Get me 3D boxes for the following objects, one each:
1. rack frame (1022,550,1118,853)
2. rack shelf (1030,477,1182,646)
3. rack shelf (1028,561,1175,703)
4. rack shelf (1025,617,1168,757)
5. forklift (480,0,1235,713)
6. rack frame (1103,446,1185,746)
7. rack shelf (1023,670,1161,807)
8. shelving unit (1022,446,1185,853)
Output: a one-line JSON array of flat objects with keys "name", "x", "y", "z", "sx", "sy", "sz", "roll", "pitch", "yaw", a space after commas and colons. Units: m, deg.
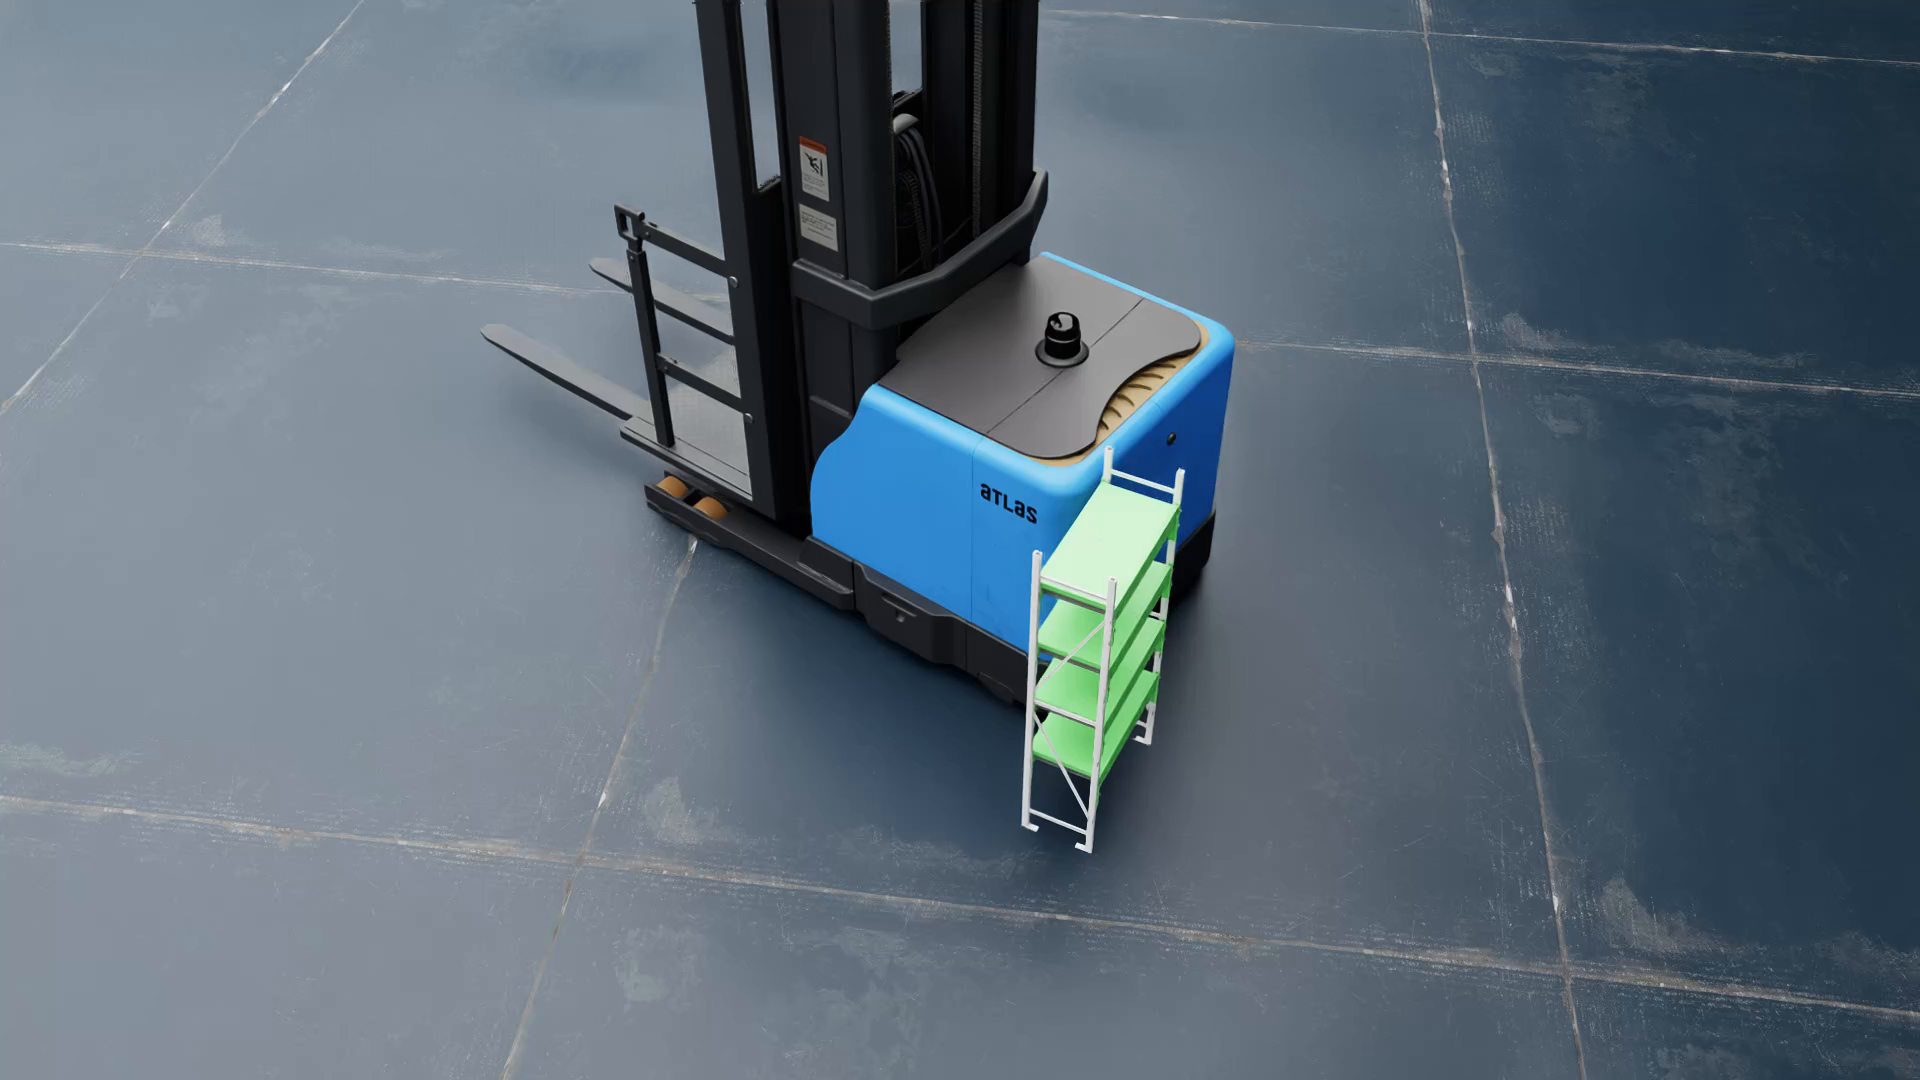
[{"name": "rack frame", "x": 0.307, "y": 0.505, "z": 4.844, "sx": 0.240, "sy": 1.200, "sz": 0.015, "roll": 19, "pitch": 47, "yaw": 19}, {"name": "rack shelf", "x": 0.417, "y": 0.053, "z": 4.716, "sx": 0.258, "sy": 0.148, "sz": 0.480, "roll": 19, "pitch": 47, "yaw": 19}, {"name": "rack shelf", "x": 0.417, "y": 0.228, "z": 4.881, "sx": 0.258, "sy": 0.148, "sz": 0.480, "roll": 19, "pitch": 47, "yaw": 19}, {"name": "rack shelf", "x": 0.417, "y": 0.402, "z": 5.046, "sx": 0.258, "sy": 0.148, "sz": 0.480, "roll": 19, "pitch": 47, "yaw": 19}, {"name": "forklift", "x": -0.568, "y": -1.320, "z": 5.512, "sx": 3.031, "sy": 2.935, "sz": 1.130, "roll": 27, "pitch": 50, "yaw": 26}, {"name": "rack frame", "x": 0.528, "y": 0.206, "z": 5.160, "sx": 0.240, "sy": 1.200, "sz": 0.015, "roll": 19, "pitch": 47, "yaw": 19}, {"name": "rack shelf", "x": 0.417, "y": 0.576, "z": 5.211, "sx": 0.258, "sy": 0.148, "sz": 0.480, "roll": 19, "pitch": 47, "yaw": 19}, {"name": "shelving unit", "x": 0.417, "y": 0.356, "z": 5.002, "sx": 0.258, "sy": 1.200, "sz": 0.503, "roll": 19, "pitch": 47, "yaw": 19}]
